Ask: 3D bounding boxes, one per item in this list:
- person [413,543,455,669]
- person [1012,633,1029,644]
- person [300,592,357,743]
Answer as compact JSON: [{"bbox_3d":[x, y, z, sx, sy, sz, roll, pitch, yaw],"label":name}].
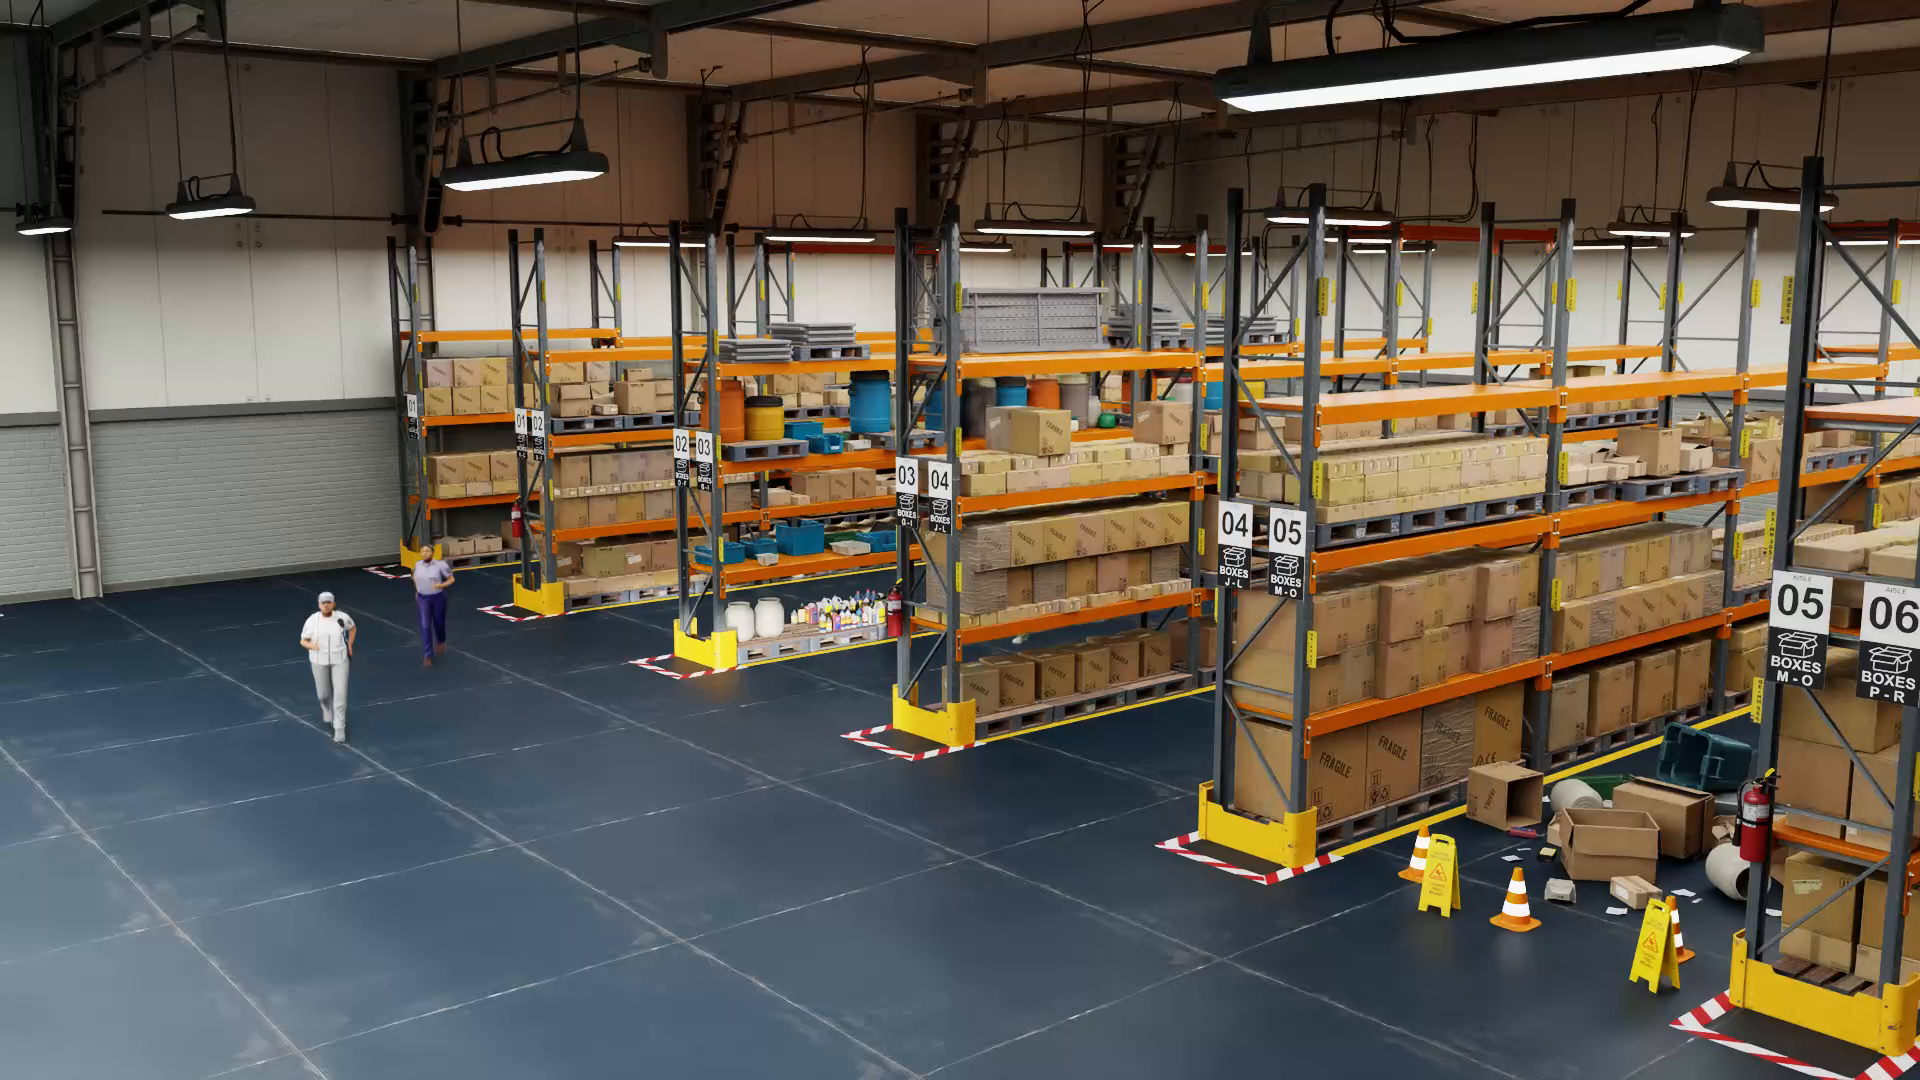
[{"bbox_3d":[-7.224,0.864,22.837,0.592,1.669,0.869,-1,9,-7],"label":"person"},{"bbox_3d":[0.834,0.594,22.669,0.579,1.649,0.520,7,11,39],"label":"person"},{"bbox_3d":[-7.230,1.413,19.091,0.606,1.666,0.924,-3,9,-20],"label":"person"}]
